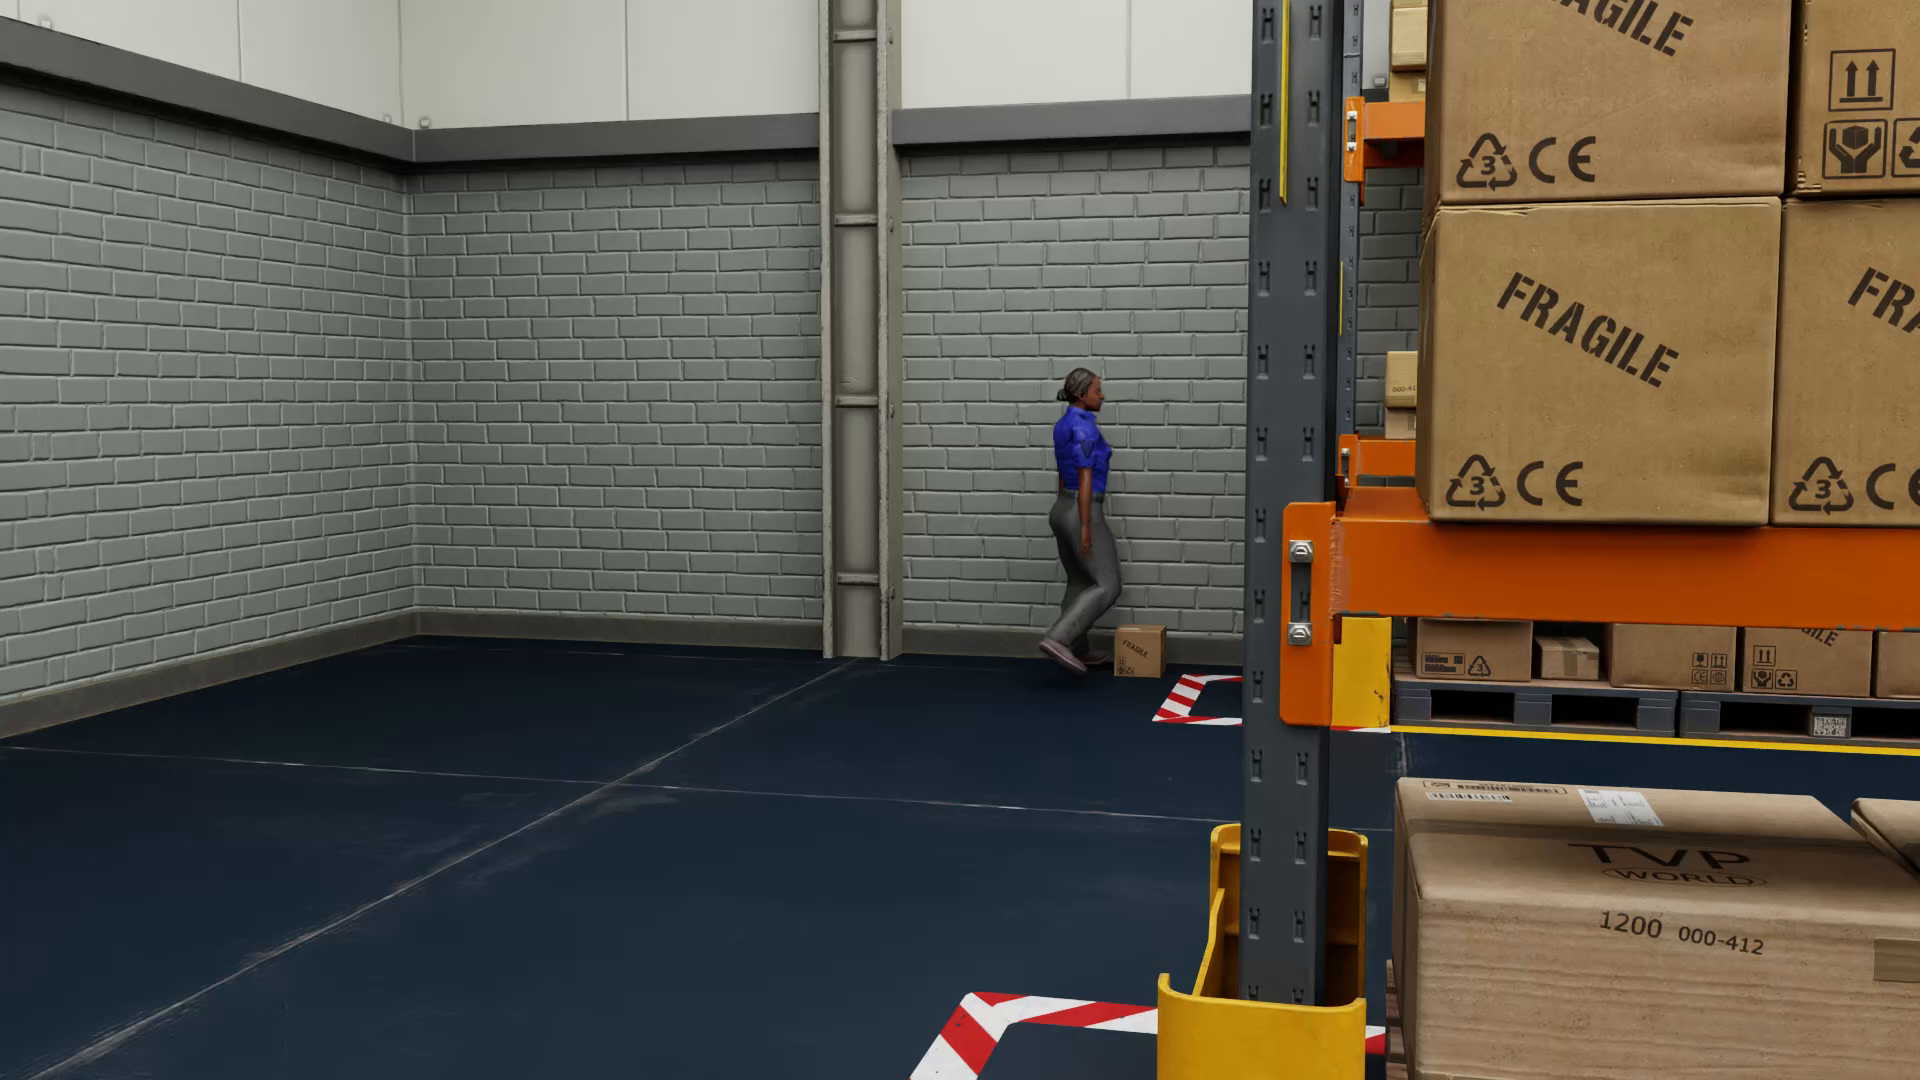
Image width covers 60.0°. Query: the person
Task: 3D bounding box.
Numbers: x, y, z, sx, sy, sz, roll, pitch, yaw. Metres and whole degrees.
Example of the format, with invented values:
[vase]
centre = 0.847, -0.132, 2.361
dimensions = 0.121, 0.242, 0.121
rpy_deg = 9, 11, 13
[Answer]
[person]
centre = 0.631, -0.098, 8.893
dimensions = 0.600, 1.641, 0.646
rpy_deg = -2, 5, -18
